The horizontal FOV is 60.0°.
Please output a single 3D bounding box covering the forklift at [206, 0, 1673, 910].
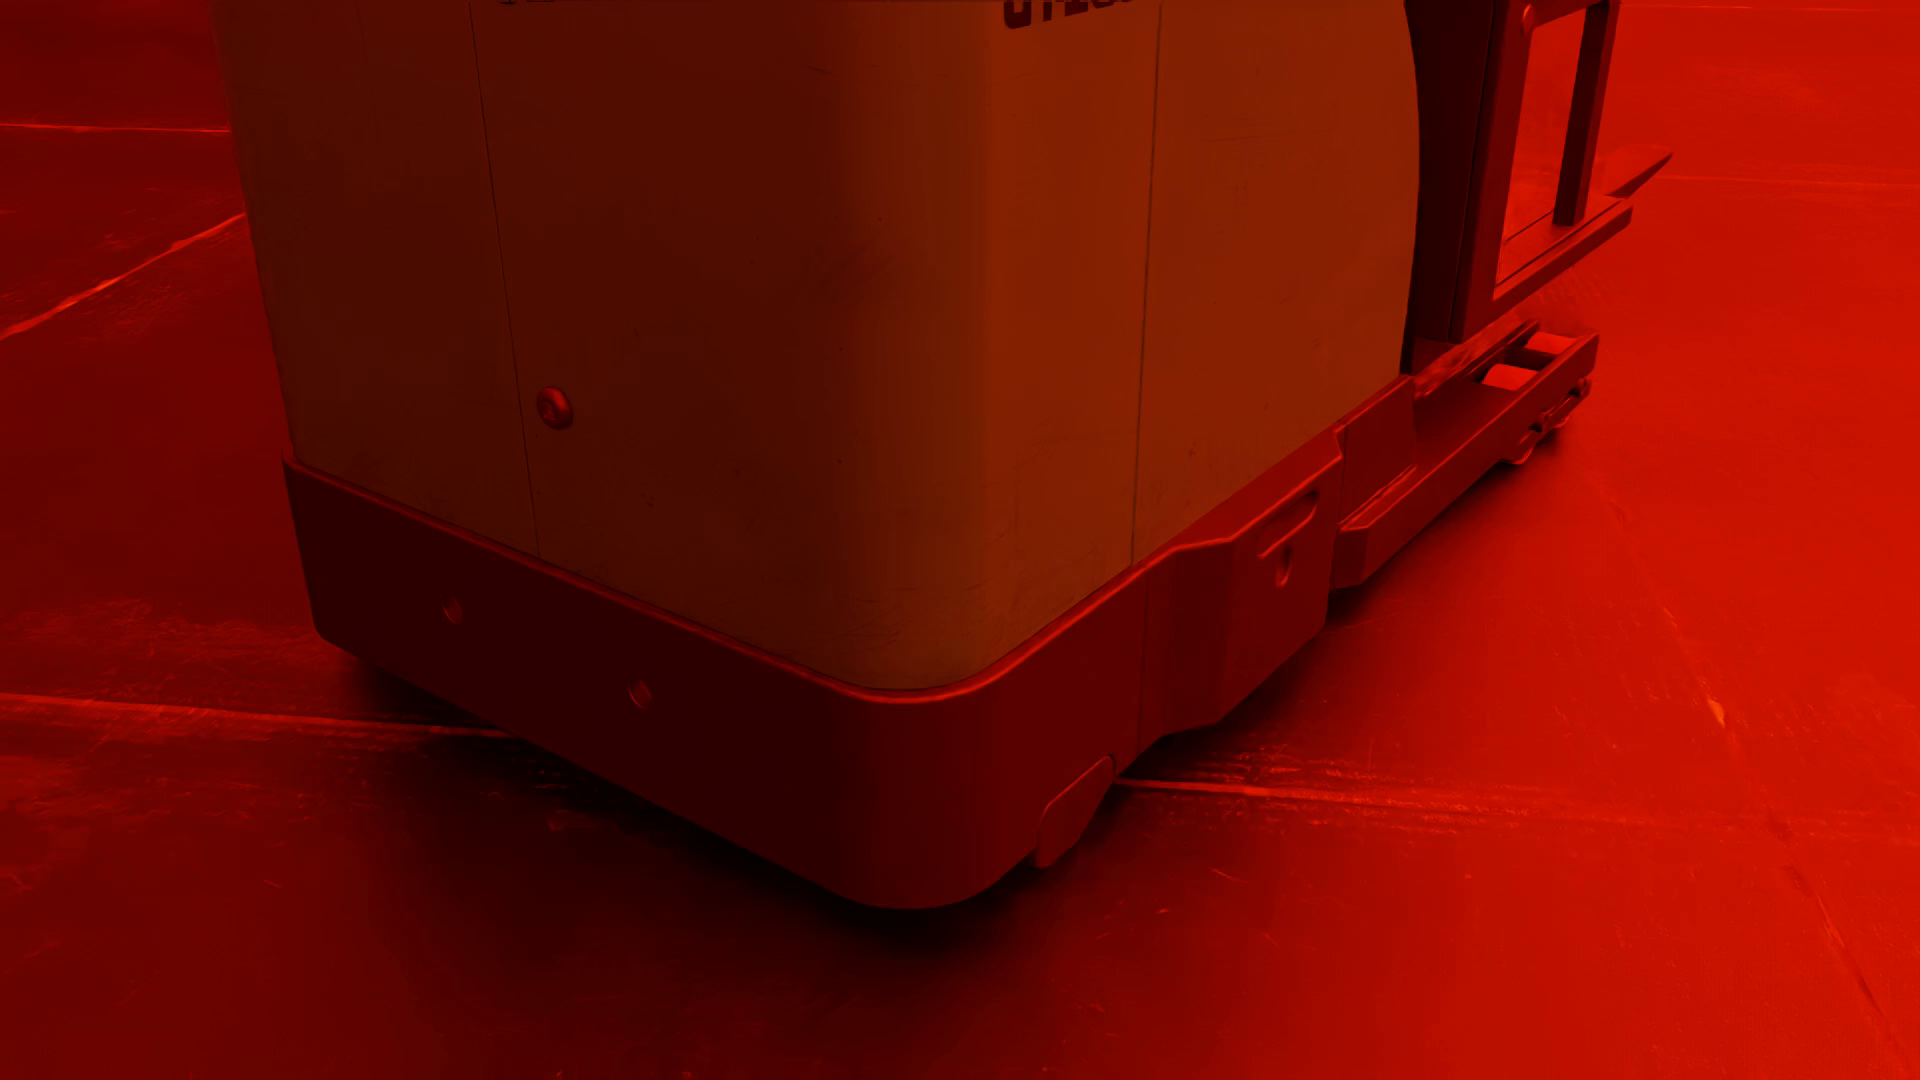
[{"bbox_3d":[0.450,-1.550,2.324,1.130,2.935,3.031,18,32,32],"label":"forklift"}]
